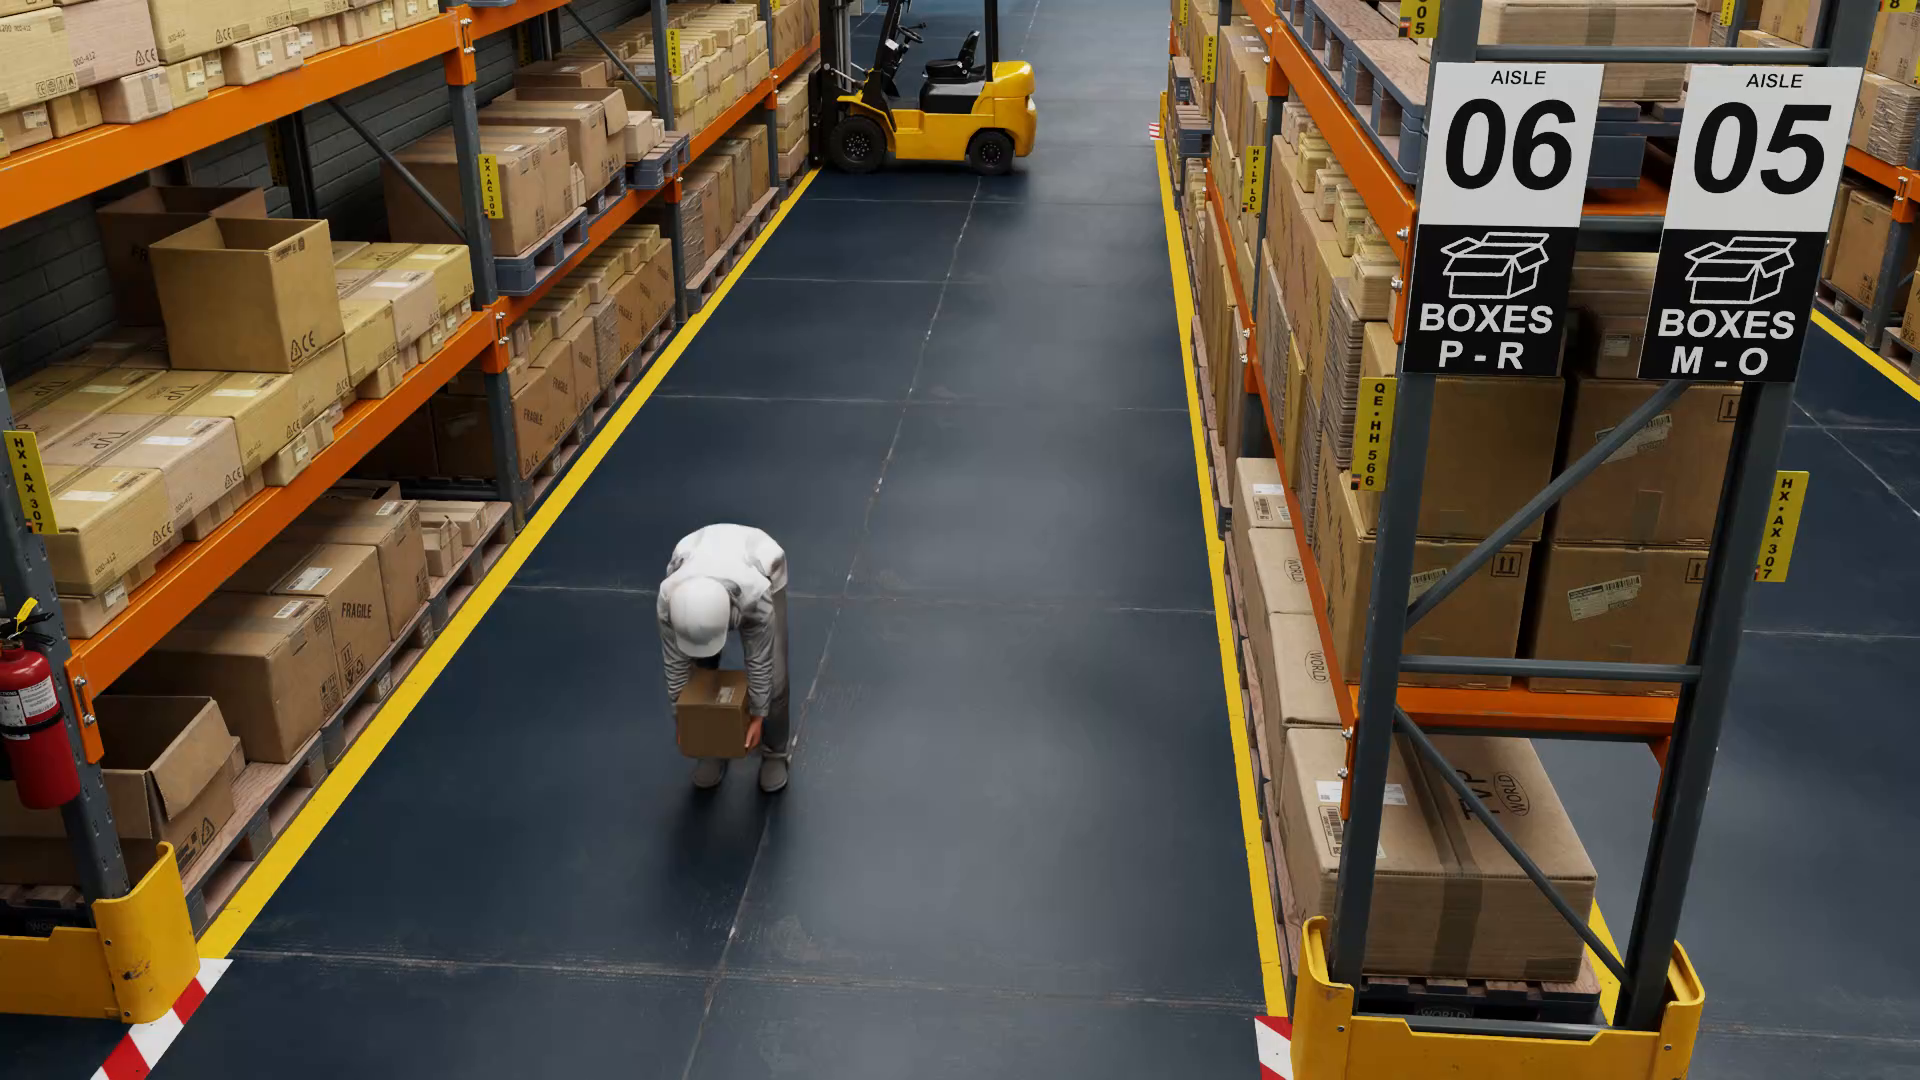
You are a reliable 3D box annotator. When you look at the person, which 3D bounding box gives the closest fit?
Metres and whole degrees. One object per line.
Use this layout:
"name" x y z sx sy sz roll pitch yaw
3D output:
"person" -0.930 0.540 6.575 0.460 1.202 0.994 1 24 2
